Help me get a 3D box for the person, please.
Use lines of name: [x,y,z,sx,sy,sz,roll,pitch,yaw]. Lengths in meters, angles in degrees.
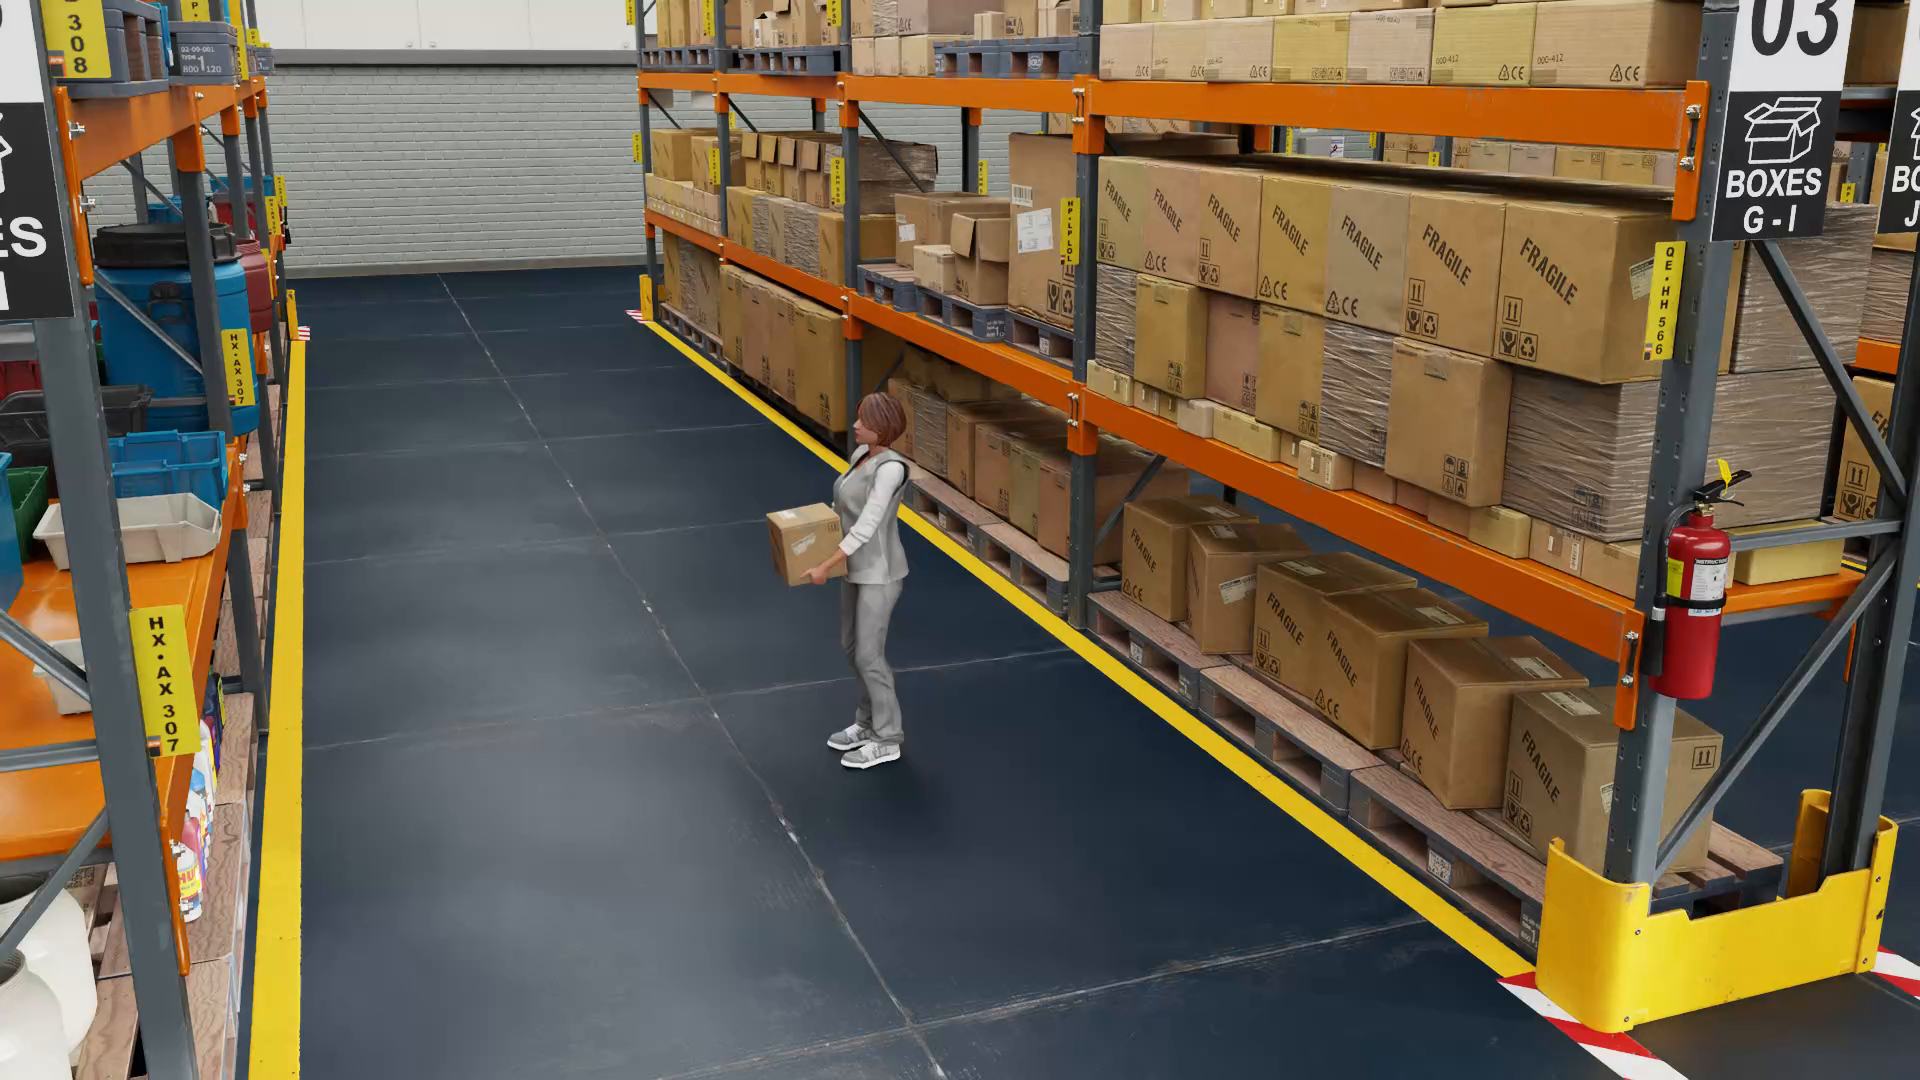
person: [-3.719,-4.341,14.760,25.090,6.001,19.048,-6,17,-19]
